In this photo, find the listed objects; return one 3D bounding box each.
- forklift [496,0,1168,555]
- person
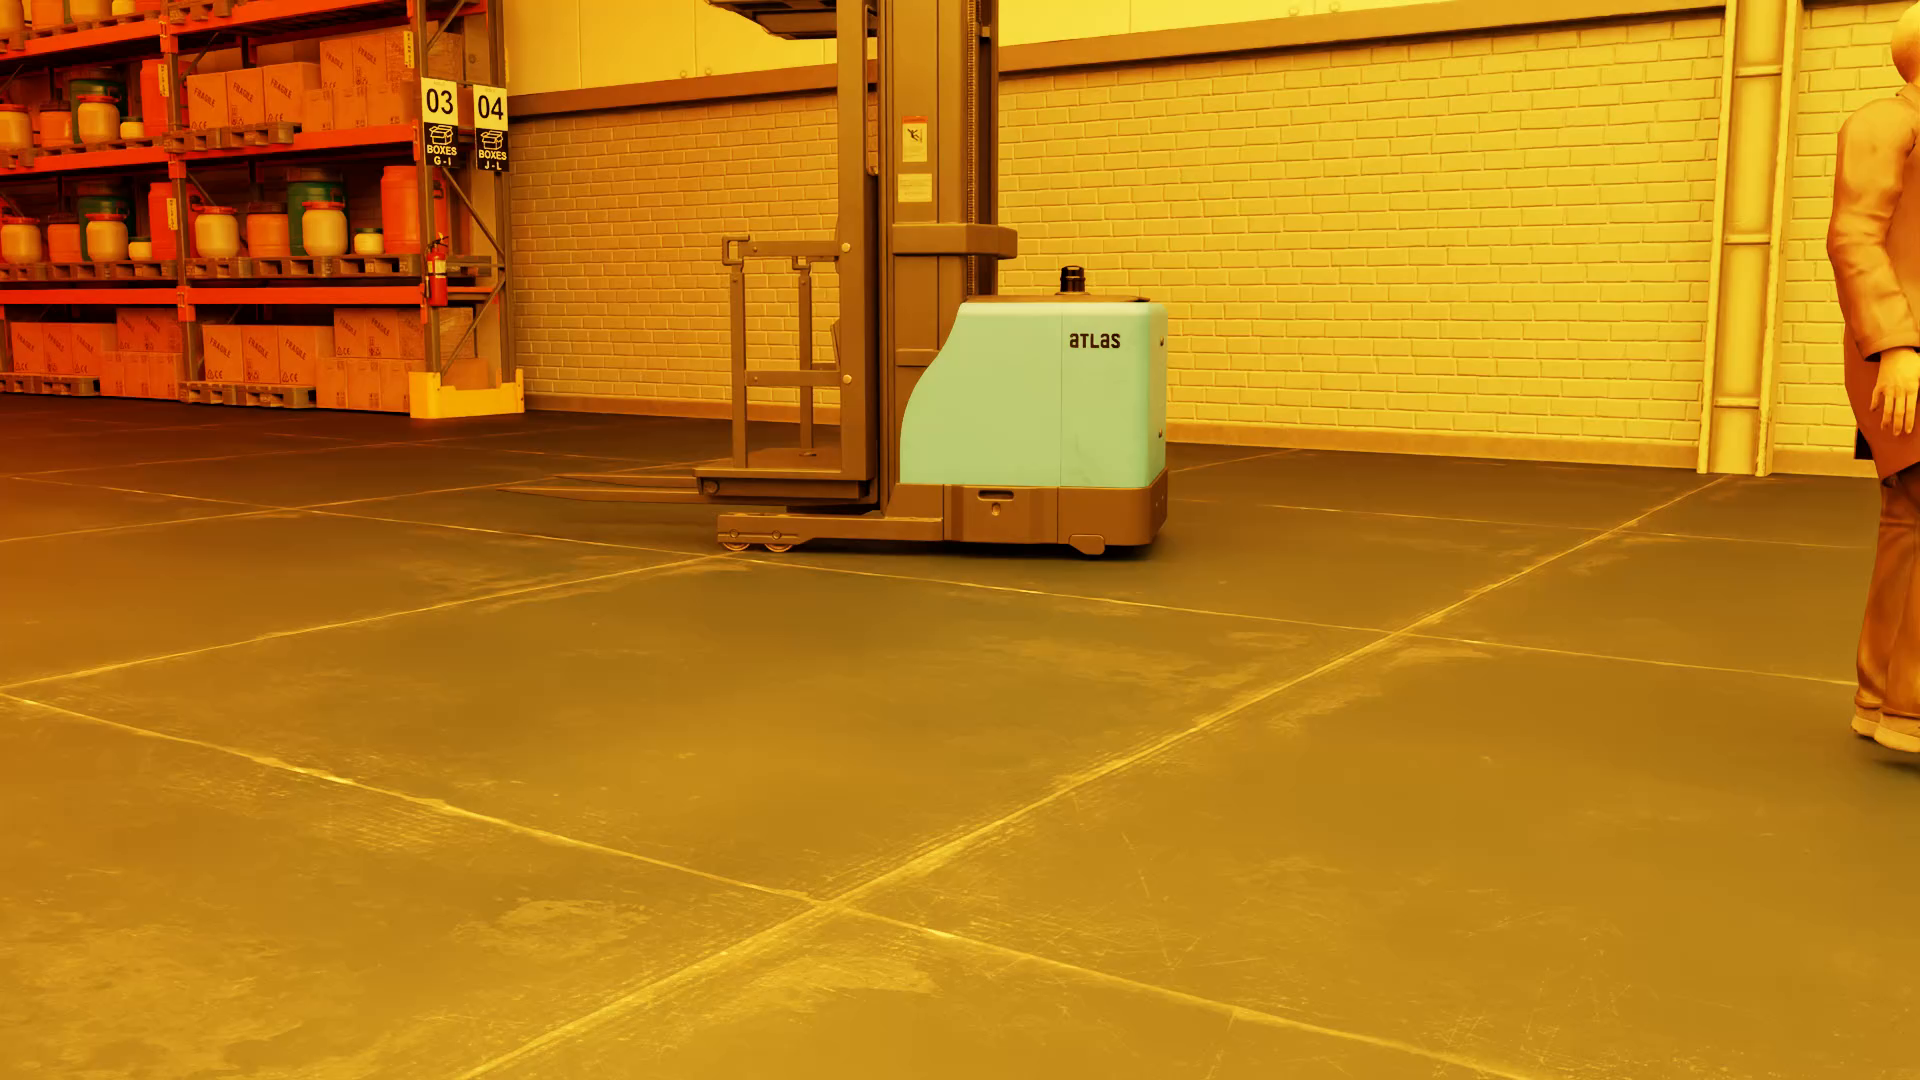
[{"bbox_3d":[-0.596,-1.469,7.520,3.031,2.935,1.130,2,8,12],"label":"forklift"},{"bbox_3d":[2.367,-0.380,3.903,0.694,1.777,0.576,-8,11,-44],"label":"person"}]
